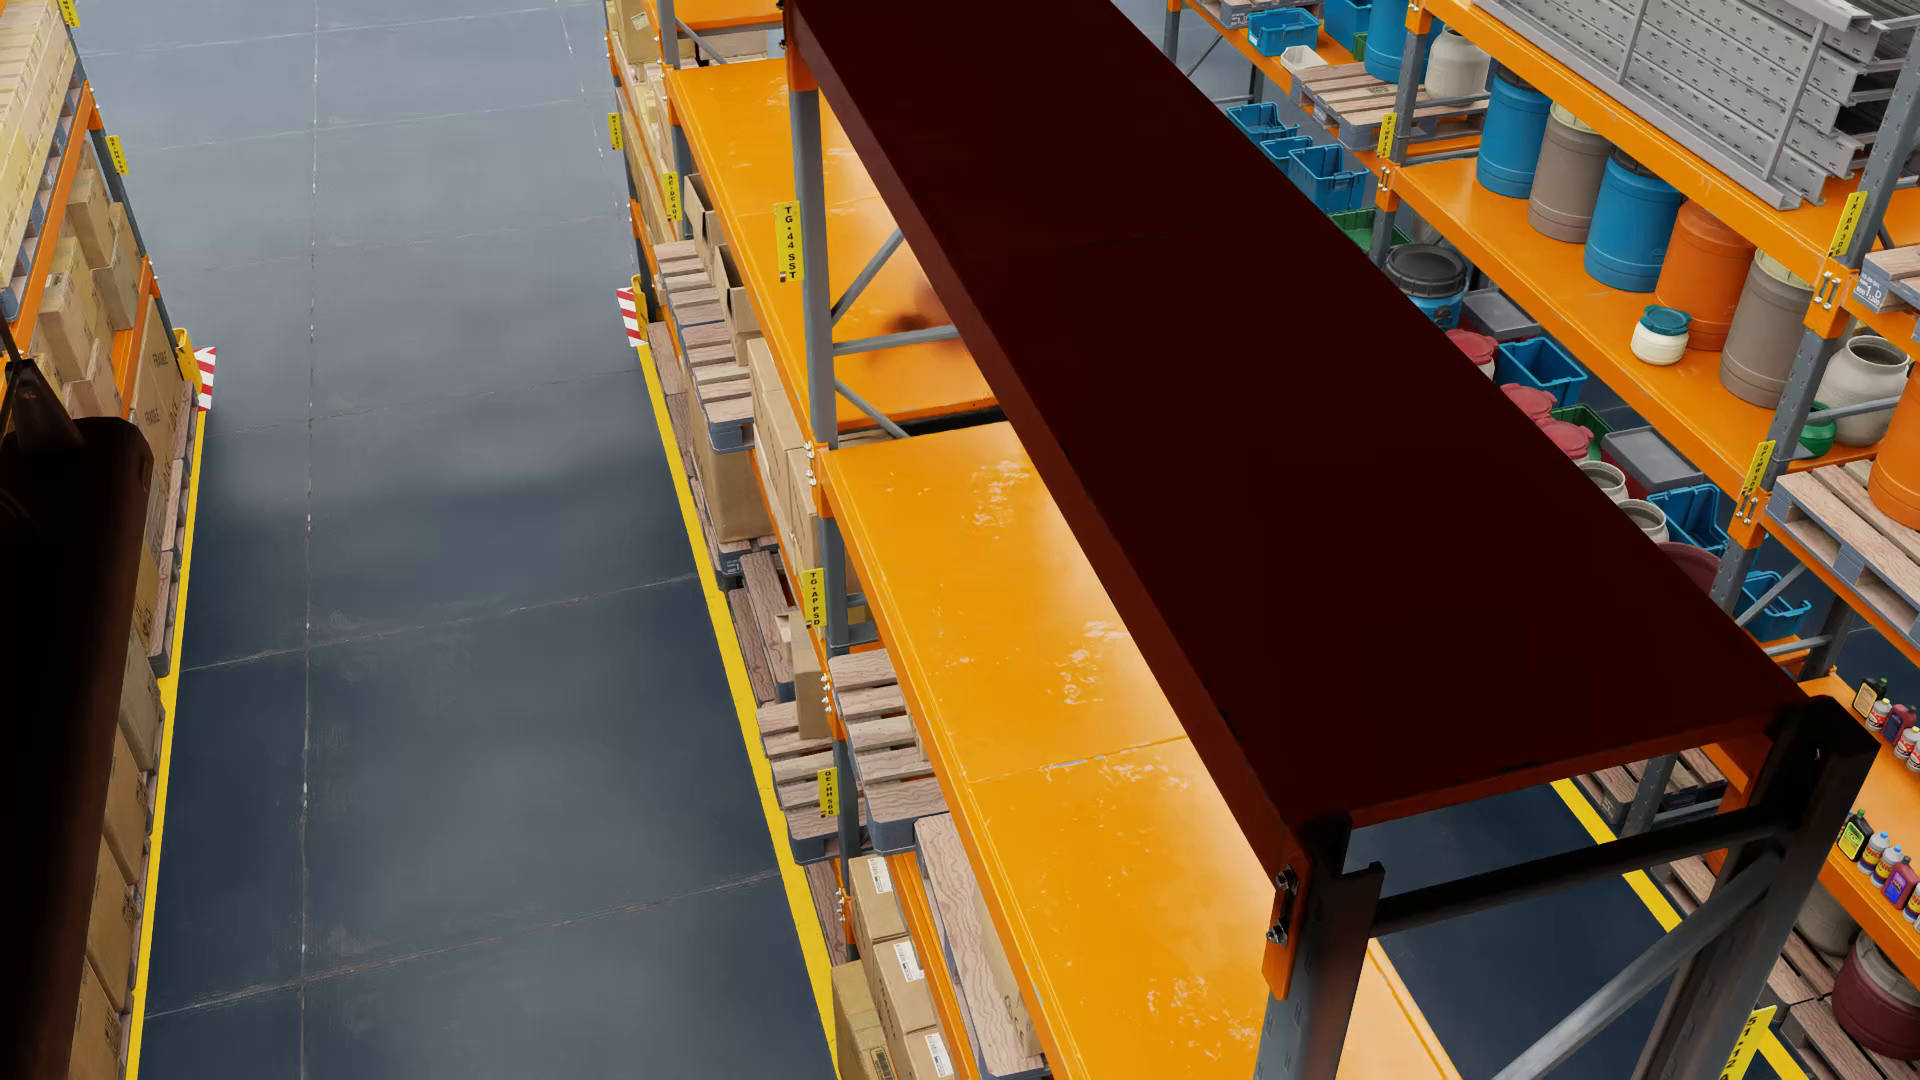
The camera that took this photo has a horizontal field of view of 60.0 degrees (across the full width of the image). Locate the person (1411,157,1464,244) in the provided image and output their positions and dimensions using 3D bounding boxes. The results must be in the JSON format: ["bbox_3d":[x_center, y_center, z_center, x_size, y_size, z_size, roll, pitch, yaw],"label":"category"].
[{"bbox_3d":[4.304,-2.959,15.213,0.557,1.712,0.821,-7,39,-9],"label":"person"}]
